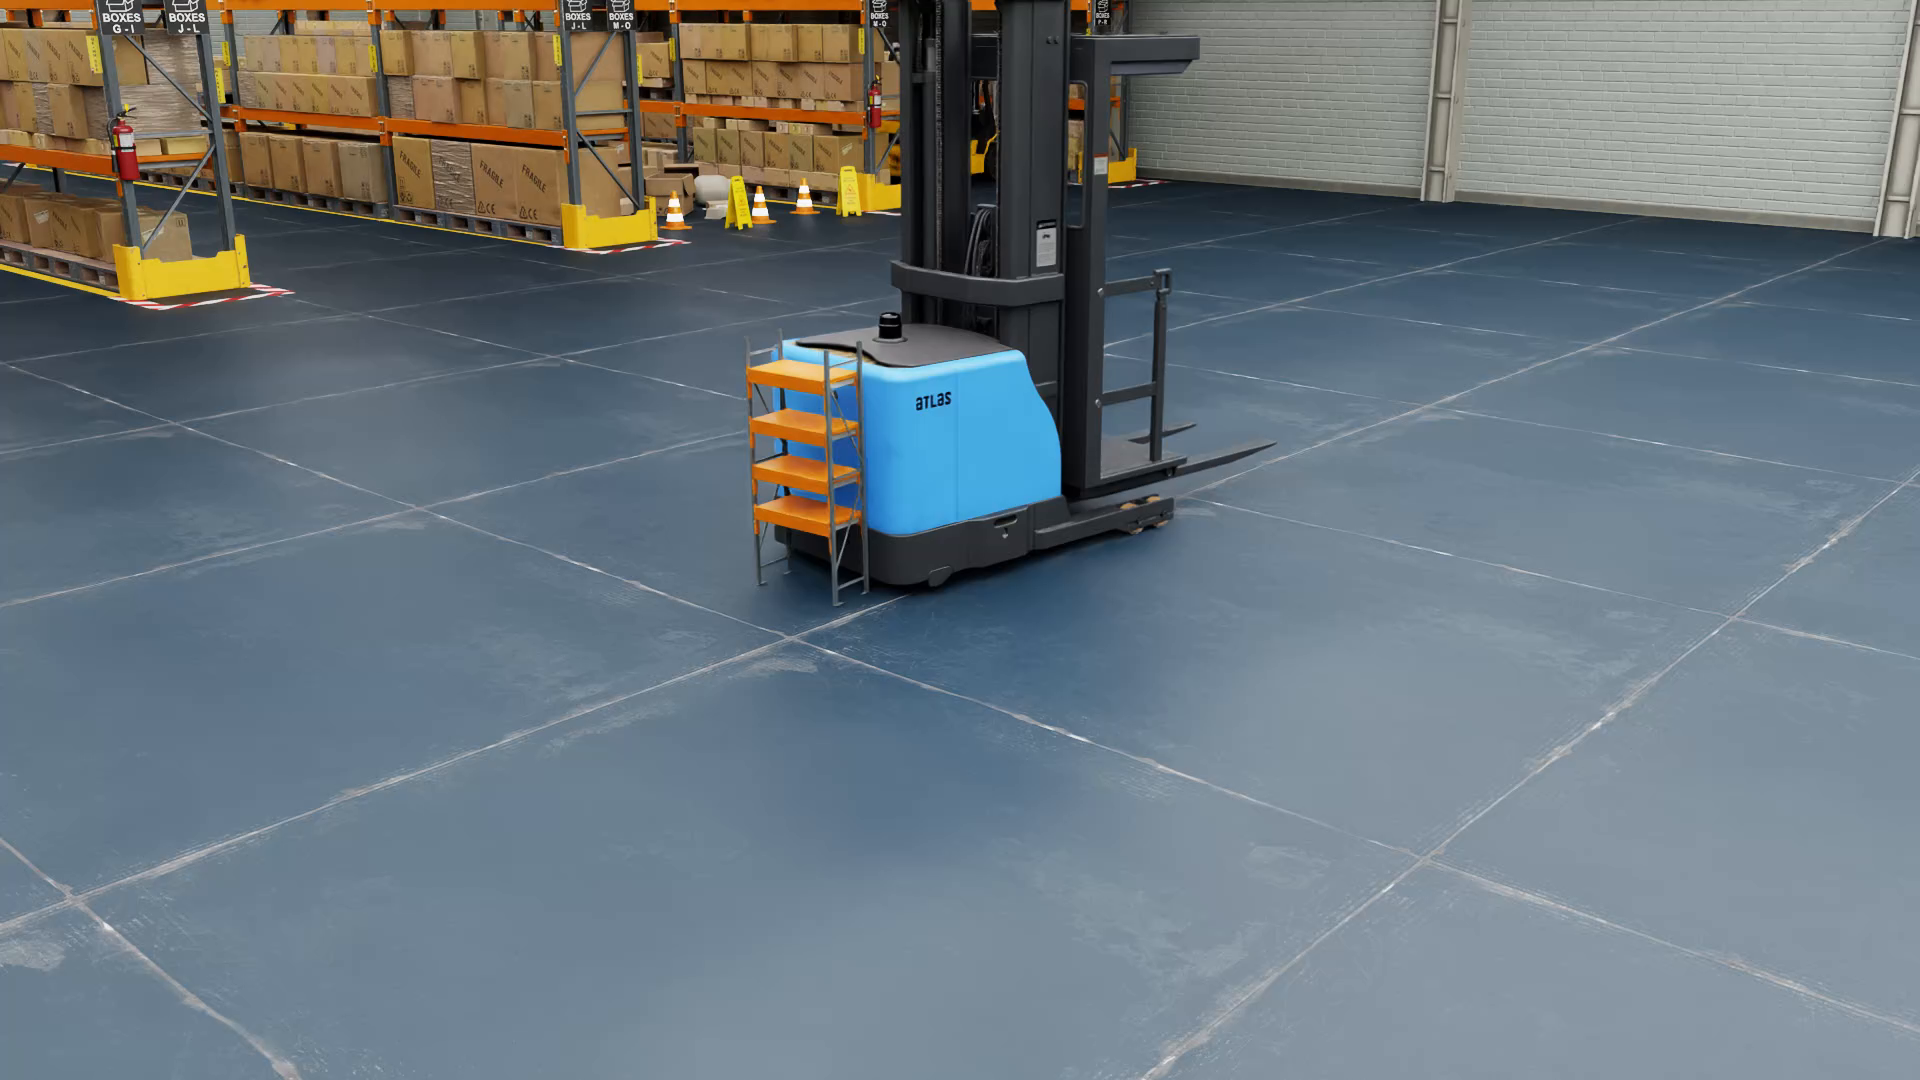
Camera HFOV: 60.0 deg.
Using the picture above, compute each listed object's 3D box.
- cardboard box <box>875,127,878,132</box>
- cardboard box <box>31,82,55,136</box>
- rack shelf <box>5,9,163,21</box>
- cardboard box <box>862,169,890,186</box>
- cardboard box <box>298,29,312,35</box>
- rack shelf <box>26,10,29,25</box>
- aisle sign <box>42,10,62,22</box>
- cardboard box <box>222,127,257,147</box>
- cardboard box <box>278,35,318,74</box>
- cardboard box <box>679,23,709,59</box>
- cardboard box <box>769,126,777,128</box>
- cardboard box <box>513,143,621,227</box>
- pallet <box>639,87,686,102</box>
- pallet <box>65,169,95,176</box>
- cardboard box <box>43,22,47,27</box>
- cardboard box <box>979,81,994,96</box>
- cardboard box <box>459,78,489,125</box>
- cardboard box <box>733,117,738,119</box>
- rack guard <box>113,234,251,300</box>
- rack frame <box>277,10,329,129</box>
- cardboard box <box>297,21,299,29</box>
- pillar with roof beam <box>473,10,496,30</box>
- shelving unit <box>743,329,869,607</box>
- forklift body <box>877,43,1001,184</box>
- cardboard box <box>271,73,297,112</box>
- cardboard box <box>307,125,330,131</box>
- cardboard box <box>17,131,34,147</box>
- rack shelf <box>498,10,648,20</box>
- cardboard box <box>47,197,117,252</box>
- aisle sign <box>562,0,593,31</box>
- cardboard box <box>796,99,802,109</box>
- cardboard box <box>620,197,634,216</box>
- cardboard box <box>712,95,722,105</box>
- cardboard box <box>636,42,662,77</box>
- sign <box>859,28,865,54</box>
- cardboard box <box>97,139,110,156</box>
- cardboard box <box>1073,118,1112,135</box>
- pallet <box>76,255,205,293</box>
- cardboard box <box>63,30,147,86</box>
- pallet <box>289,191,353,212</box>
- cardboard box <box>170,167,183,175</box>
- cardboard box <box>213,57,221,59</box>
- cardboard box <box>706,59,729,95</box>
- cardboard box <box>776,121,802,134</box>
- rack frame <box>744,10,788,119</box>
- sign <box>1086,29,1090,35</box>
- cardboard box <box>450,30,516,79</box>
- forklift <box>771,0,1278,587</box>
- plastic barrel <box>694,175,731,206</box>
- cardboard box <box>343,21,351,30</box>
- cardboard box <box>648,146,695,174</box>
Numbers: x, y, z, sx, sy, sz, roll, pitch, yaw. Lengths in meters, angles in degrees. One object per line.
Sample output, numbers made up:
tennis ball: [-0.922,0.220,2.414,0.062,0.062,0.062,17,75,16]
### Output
cardboard box: [-1.029,-7.186,29.526,0.625,0.625,0.875,16,24,42]
cardboard box: [-8.701,-4.336,16.657,0.500,0.500,0.875,15,23,39]
rack shelf: [-14.613,-8.846,27.756,4.000,0.370,1.077,15,23,39]
cardboard box: [-1.351,-5.202,23.897,0.500,0.250,0.500,15,23,39]
cardboard box: [-12.338,-9.562,31.964,0.500,0.500,0.500,14,23,38]
rack shelf: [-11.997,-6.138,19.223,4.000,0.370,1.077,15,23,39]
aisle sign: [-15.964,-9.482,29.233,0.004,0.787,0.394,15,23,39]
cardboard box: [-10.811,-5.998,24.752,0.500,0.250,0.500,14,23,38]
cardboard box: [-9.032,-6.782,23.206,0.500,0.500,0.700,15,23,38]
cardboard box: [-3.738,-7.420,24.723,0.500,0.500,0.700,15,23,39]
cardboard box: [-2.921,-5.979,25.103,0.500,0.500,0.500,16,23,40]
cardboard box: [-4.693,-4.257,19.884,0.875,0.875,0.875,15,23,40]
pallet: [-4.398,-6.986,25.984,1.213,0.211,1.003,15,23,39]
pallet: [-14.559,-6.400,28.429,1.213,0.211,1.003,15,23,39]
cardboard box: [-15.193,-8.467,28.022,0.500,0.500,0.500,14,23,38]
cardboard box: [0.669,-7.607,27.456,0.500,0.500,0.500,15,23,40]
cardboard box: [-5.634,-5.427,20.506,0.500,0.550,0.875,15,23,39]
cardboard box: [-4.082,-7.863,31.868,0.500,0.500,0.500,16,24,41]
rack guard: [-7.566,-2.670,16.198,0.348,0.500,1.175,15,23,39]
rack frame: [-12.899,-9.301,32.959,0.127,3.000,1.000,15,23,39]
cardboard box: [-12.574,-9.964,32.158,0.250,0.149,0.380,16,23,41]
pillar with roof beam: [-13.883,-13.055,34.872,0.400,9.000,9.100,15,23,39]
shelving unit: [-0.705,-0.337,7.681,0.503,1.200,0.258,13,23,36]
forklift body: [-0.269,-6.775,26.405,1.214,2.155,2.313,15,23,39]
cardboard box: [-9.209,-6.248,23.175,0.500,0.500,0.500,15,23,39]
cardboard box: [-12.339,-8.170,32.937,0.875,0.438,0.875,14,22,37]
cardboard box: [-9.409,-4.120,17.051,0.250,0.149,0.380,15,23,39]
rack shelf: [-8.111,-11.110,34.890,4.000,0.370,1.077,15,23,39]
cardboard box: [-9.279,-3.348,17.642,0.500,0.500,0.500,13,22,34]
aisle sign: [-4.288,-6.105,18.592,0.004,0.787,0.394,15,23,39]
cardboard box: [-2.105,-6.205,23.621,0.250,0.149,0.380,15,23,40]
cardboard box: [-4.625,-4.520,22.414,0.396,0.266,0.258,-13,22,-36]
cardboard box: [-3.458,-6.550,24.708,0.250,0.149,0.380,15,23,39]
cardboard box: [-4.793,-7.421,25.685,0.500,0.500,0.500,15,23,40]
sign: [-1.315,-6.669,22.231,0.005,0.325,0.100,15,23,39]
cardboard box: [-8.046,-3.787,16.002,0.250,0.149,0.380,15,23,39]
cardboard box: [2.127,-6.717,27.018,0.500,0.250,0.500,15,23,38]
pallet: [-8.150,-2.703,16.781,1.213,0.211,1.003,15,23,39]
cardboard box: [-8.085,-4.567,15.732,0.500,0.500,0.500,15,23,39]
pallet: [-8.677,-4.805,23.403,1.213,0.211,1.003,15,23,39]
cardboard box: [-11.943,-5.950,25.839,0.500,0.500,0.500,16,23,40]
cardboard box: [-11.127,-7.266,25.284,0.250,0.149,0.380,16,24,42]
cardboard box: [-3.388,-6.834,24.529,0.500,0.500,0.500,15,23,39]
cardboard box: [-2.405,-5.909,23.812,0.250,0.149,0.380,16,24,42]
rack frame: [-3.623,-8.818,31.439,0.127,3.000,1.000,15,23,39]
sign: [1.990,-7.757,25.789,0.005,0.325,0.100,15,23,39]
cardboard box: [-5.677,-5.927,20.296,0.500,0.550,0.875,15,23,39]
forklift: [0.500,-1.528,8.582,3.031,2.935,1.130,-15,23,-39]
plastic barrel: [-3.481,-4.932,23.454,0.512,0.421,0.421,-3,18,-8]
cardboard box: [-11.263,-9.592,30.986,0.250,0.149,0.380,14,23,38]
cardboard box: [-4.317,-5.944,26.031,0.625,0.372,0.950,15,23,40]
